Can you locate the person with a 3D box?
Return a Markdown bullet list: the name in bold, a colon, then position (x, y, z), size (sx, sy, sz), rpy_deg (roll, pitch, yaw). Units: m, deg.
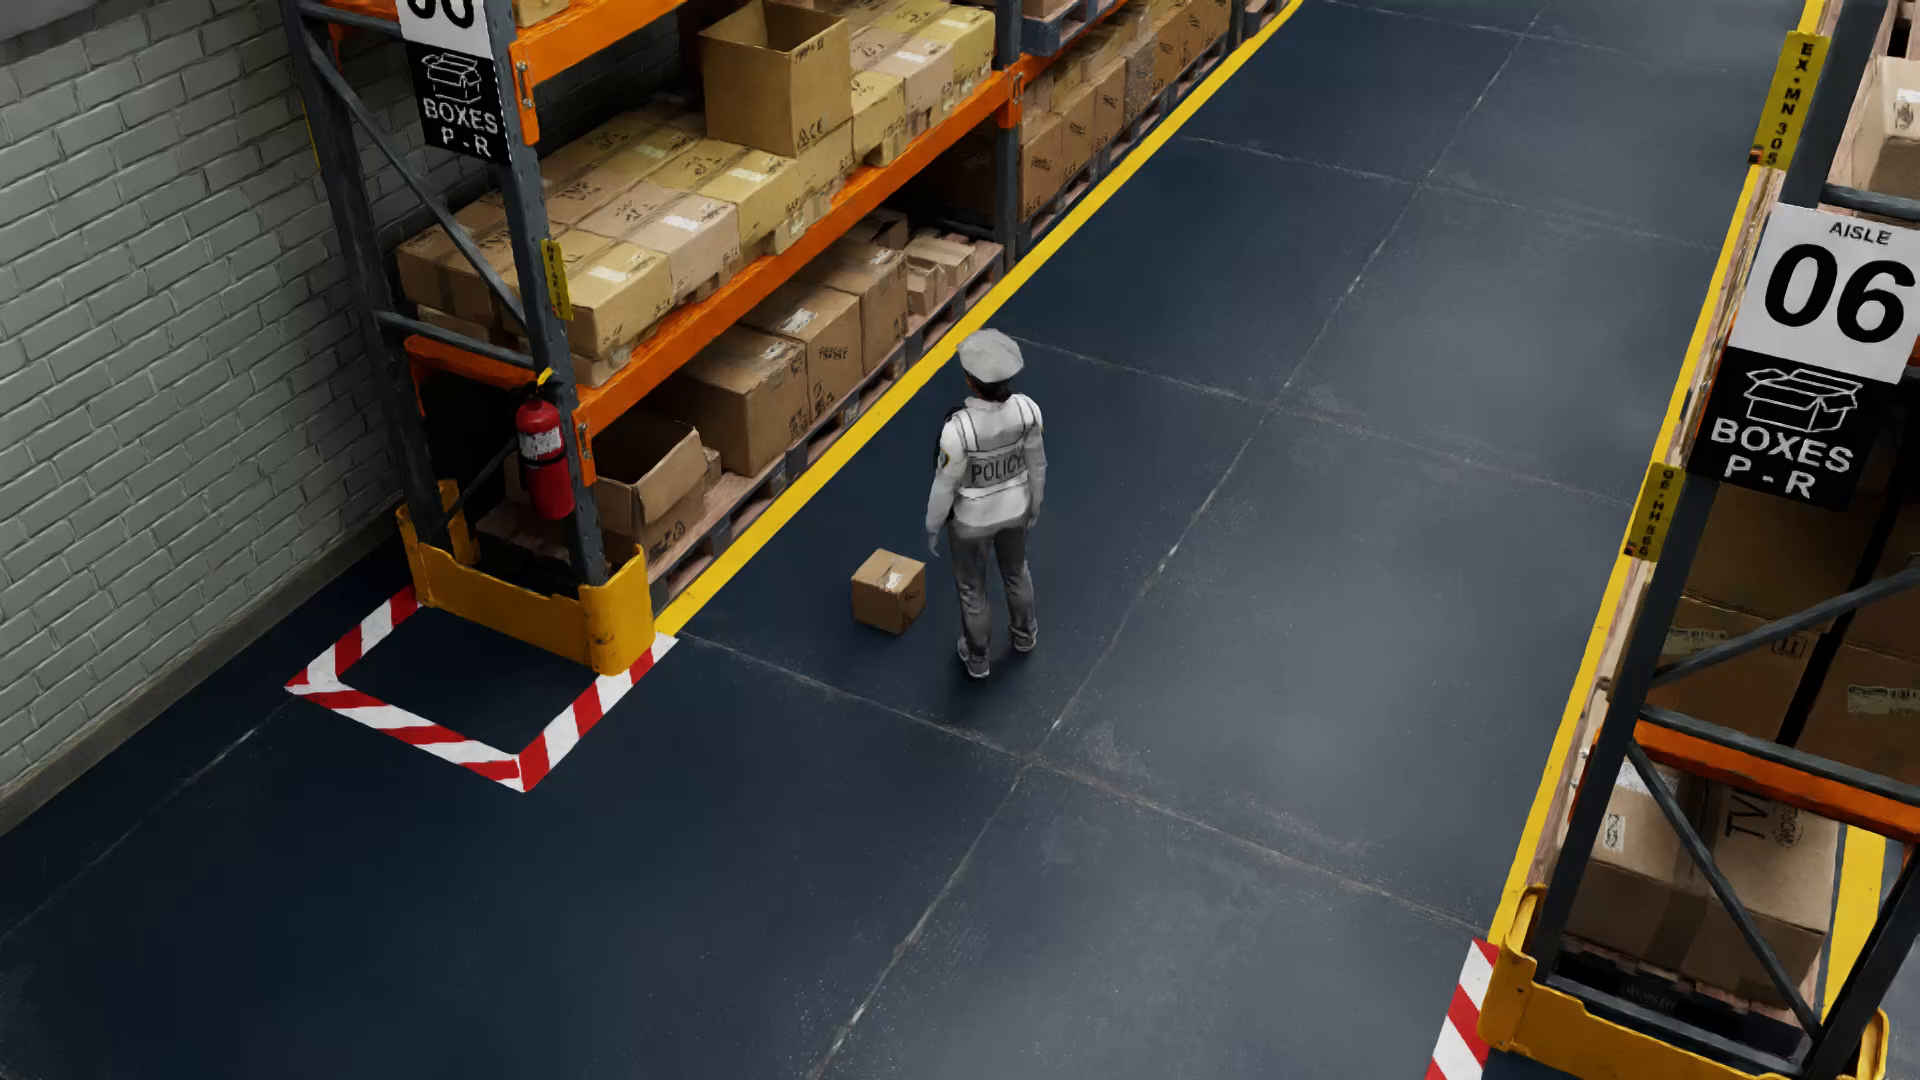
- **person**: position (0.127, -0.138, 6.888), size (0.618, 1.689, 0.387), rpy_deg (-19, 42, -22)
